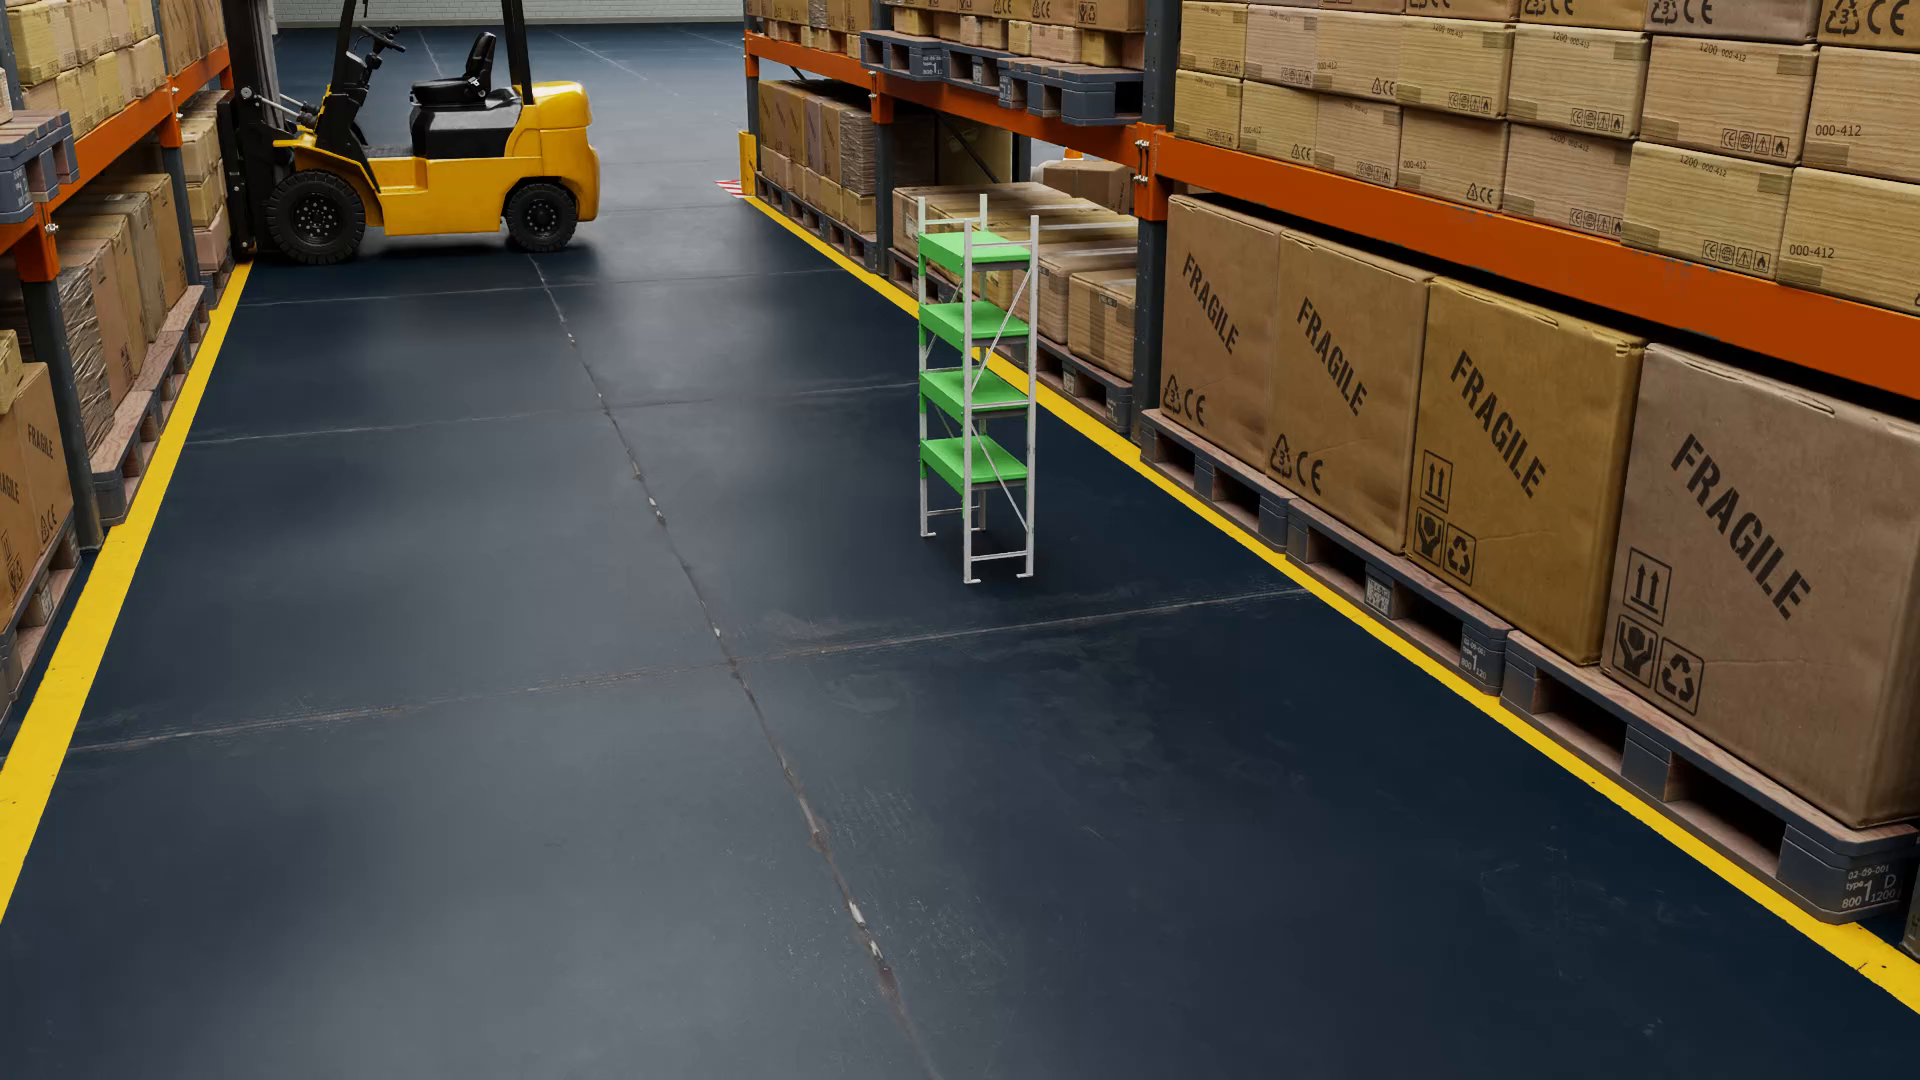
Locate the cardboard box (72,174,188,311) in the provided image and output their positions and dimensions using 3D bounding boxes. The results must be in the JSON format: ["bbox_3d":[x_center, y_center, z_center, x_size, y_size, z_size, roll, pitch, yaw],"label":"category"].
[{"bbox_3d":[-4.576,-1.533,8.639,0.875,0.625,0.625,-5,20,-15],"label":"cardboard box"}]

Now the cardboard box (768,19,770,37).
[{"bbox_3d":[-1.287,-4.009,13.013,0.380,0.149,0.250,-7,21,-19],"label":"cardboard box"}]

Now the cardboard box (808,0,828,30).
[{"bbox_3d":[-0.751,-3.782,11.420,0.500,0.500,0.500,-6,21,-16],"label":"cardboard box"}]

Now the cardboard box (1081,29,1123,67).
[{"bbox_3d":[0.738,-2.102,7.083,0.380,0.149,0.250,-6,21,-16],"label":"cardboard box"}]

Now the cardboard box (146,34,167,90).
[{"bbox_3d":[-4.344,-2.415,8.424,0.500,0.250,0.500,-6,21,-16],"label":"cardboard box"}]

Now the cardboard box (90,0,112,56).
[{"bbox_3d":[-3.889,-2.161,6.977,0.500,0.250,0.500,-6,21,-16],"label":"cardboard box"}]

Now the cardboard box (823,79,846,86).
[{"bbox_3d":[-0.798,-3.459,13.446,0.500,0.500,0.500,-6,21,-17],"label":"cardboard box"}]

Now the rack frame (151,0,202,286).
[{"bbox_3d":[-4.751,-2.619,8.772,1.000,3.000,0.127,-6,21,-17],"label":"rack frame"}]

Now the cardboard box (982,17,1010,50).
[{"bbox_3d":[0.329,-2.513,8.225,0.380,0.149,0.250,-7,21,-19],"label":"cardboard box"}]

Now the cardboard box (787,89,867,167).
[{"bbox_3d":[-0.979,-3.063,12.344,0.500,0.500,0.500,-6,21,-16],"label":"cardboard box"}]

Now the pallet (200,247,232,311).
[{"bbox_3d":[-4.961,-1.567,9.966,1.003,0.211,1.213,-6,21,-17],"label":"pallet"}]

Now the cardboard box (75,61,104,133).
[{"bbox_3d":[-3.723,-1.760,6.601,0.500,0.250,0.500,-7,21,-19],"label":"cardboard box"}]

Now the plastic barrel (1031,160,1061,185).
[{"bbox_3d":[0.790,-2.717,12.855,0.512,0.421,0.421,8,21,20],"label":"plastic barrel"}]

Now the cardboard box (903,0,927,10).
[{"bbox_3d":[-0.007,-3.191,9.154,0.500,0.500,0.500,-6,21,-17],"label":"cardboard box"}]

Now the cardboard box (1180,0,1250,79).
[{"bbox_3d":[1.142,-1.840,6.085,0.500,0.250,0.500,-7,21,-18],"label":"cardboard box"}]

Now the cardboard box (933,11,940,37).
[{"bbox_3d":[0.066,-2.853,9.171,0.380,0.149,0.250,-5,20,-14],"label":"cardboard box"}]

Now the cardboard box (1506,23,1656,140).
[{"bbox_3d":[1.773,-1.186,4.264,0.500,0.250,0.500,-6,21,-16],"label":"cardboard box"}]

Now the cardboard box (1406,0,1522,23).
[{"bbox_3d":[1.609,-1.710,4.612,0.500,0.500,0.500,-6,21,-16],"label":"cardboard box"}]

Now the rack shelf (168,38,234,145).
[{"bbox_3d":[-5.379,-2.923,10.680,1.077,0.370,4.000,-6,21,-17],"label":"rack shelf"}]

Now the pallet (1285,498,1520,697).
[{"bbox_3d":[1.774,0.100,5.326,1.003,0.211,1.213,-6,21,-17],"label":"pallet"}]

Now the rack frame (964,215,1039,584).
[{"bbox_3d":[0.129,-0.433,5.348,0.240,1.200,0.015,-6,21,-17],"label":"rack frame"}]

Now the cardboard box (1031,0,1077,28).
[{"bbox_3d":[0.638,-2.530,7.314,0.500,0.500,0.500,-7,21,-18],"label":"cardboard box"}]

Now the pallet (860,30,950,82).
[{"bbox_3d":[0.062,-2.797,9.550,1.003,0.211,1.213,-6,21,-17],"label":"pallet"}]

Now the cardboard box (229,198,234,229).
[{"bbox_3d":[-5.080,-2.203,11.059,0.500,0.250,0.500,-6,21,-15],"label":"cardboard box"}]

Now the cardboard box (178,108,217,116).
[{"bbox_3d":[-5.081,-2.675,10.894,0.500,0.250,0.500,-7,21,-18],"label":"cardboard box"}]

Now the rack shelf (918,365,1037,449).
[{"bbox_3d":[0.052,-0.451,5.587,0.258,0.148,0.480,-6,21,-17],"label":"rack shelf"}]

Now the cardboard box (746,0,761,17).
[{"bbox_3d":[-1.411,-4.437,13.245,0.500,0.500,0.500,-7,21,-18],"label":"cardboard box"}]

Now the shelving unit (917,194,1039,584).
[{"bbox_3d":[0.052,-0.512,5.566,0.258,1.200,0.503,-6,21,-17],"label":"shelving unit"}]

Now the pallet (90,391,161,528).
[{"bbox_3d":[-3.715,-0.292,6.417,1.003,0.211,1.213,-6,21,-17],"label":"pallet"}]

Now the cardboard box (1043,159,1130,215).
[{"bbox_3d":[0.915,-2.461,12.025,0.500,0.500,0.500,8,21,20],"label":"cardboard box"}]

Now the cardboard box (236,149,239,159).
[{"bbox_3d":[-5.228,-2.593,11.406,0.500,0.250,0.500,-7,21,-18],"label":"cardboard box"}]

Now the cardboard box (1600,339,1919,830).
[{"bbox_3d":[2.204,0.031,3.914,0.875,0.875,0.875,-6,21,-16],"label":"cardboard box"}]

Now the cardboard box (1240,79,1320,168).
[{"bbox_3d":[1.311,-1.447,5.730,0.500,0.250,0.500,-7,21,-19],"label":"cardboard box"}]

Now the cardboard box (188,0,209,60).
[{"bbox_3d":[-5.120,-3.328,10.597,0.500,0.500,0.500,-6,21,-17],"label":"cardboard box"}]

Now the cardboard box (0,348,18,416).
[{"bbox_3d":[-2.982,-0.446,4.839,0.380,0.149,0.250,-8,21,-20],"label":"cardboard box"}]

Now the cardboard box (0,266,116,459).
[{"bbox_3d":[-3.676,-0.617,6.090,0.875,0.625,0.625,-6,21,-15],"label":"cardboard box"}]

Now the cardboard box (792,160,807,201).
[{"bbox_3d":[-0.969,-2.709,12.467,0.500,0.250,0.500,-5,20,-14],"label":"cardboard box"}]

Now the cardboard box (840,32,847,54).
[{"bbox_3d":[-0.588,-3.353,11.186,0.380,0.149,0.250,-7,21,-18],"label":"cardboard box"}]

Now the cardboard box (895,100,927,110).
[{"bbox_3d":[-0.148,-2.793,11.592,0.500,0.500,0.500,-6,20,-15],"label":"cardboard box"}]

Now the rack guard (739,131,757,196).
[{"bbox_3d":[-1.273,-3.231,14.172,1.175,0.500,0.348,-6,21,-17],"label":"rack guard"}]

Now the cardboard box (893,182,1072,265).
[{"bbox_3d":[0.128,-1.941,10.149,0.950,0.372,0.625,-6,21,-17],"label":"cardboard box"}]

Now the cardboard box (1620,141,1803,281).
[{"bbox_3d":[1.936,-0.791,3.903,0.500,0.250,0.500,-7,21,-18],"label":"cardboard box"}]

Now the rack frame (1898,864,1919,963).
[{"bbox_3d":[2.475,-0.581,3.096,1.000,3.000,0.127,-6,21,-17],"label":"rack frame"}]

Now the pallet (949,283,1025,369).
[{"bbox_3d":[0.594,-1.194,8.928,1.003,0.211,1.213,-6,21,-17],"label":"pallet"}]

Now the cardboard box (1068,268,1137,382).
[{"bbox_3d":[1.049,-1.008,7.551,0.950,0.372,0.625,-8,21,-21],"label":"cardboard box"}]

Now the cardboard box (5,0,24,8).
[{"bbox_3d":[-3.314,-1.822,5.443,0.380,0.149,0.250,-6,21,-16],"label":"cardboard box"}]

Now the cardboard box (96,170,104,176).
[{"bbox_3d":[-5.089,-2.131,9.379,0.500,0.250,0.500,-6,21,-16],"label":"cardboard box"}]
